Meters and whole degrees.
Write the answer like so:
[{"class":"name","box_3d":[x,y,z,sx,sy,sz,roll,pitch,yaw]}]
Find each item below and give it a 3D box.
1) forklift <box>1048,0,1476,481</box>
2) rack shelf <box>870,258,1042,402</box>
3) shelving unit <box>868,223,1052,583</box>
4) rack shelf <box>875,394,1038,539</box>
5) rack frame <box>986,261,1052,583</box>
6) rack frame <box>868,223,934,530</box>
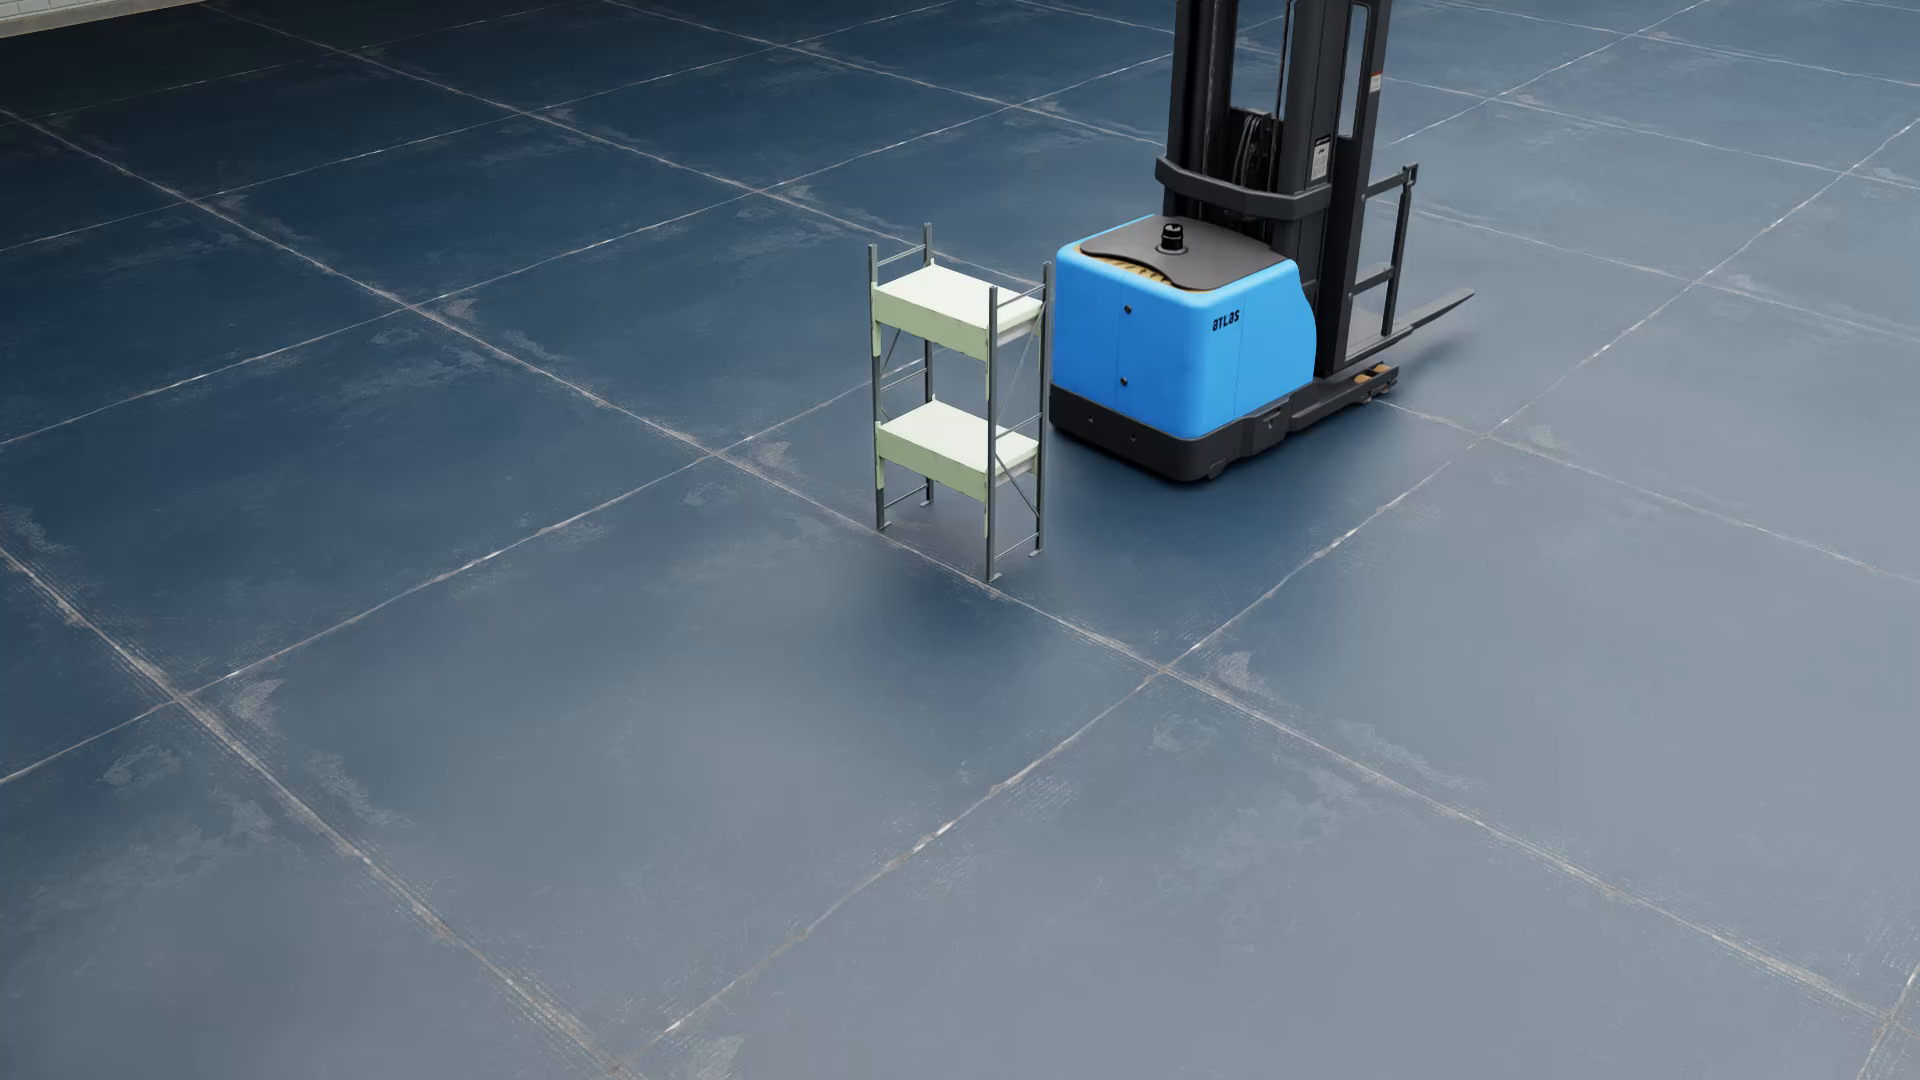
[{"class":"forklift","box_3d":[1.903,-2.211,9.081,3.031,2.935,1.130,-26,40,-36]},{"class":"rack shelf","box_3d":[-0.005,-0.979,7.666,0.720,0.370,0.431,25,39,35]},{"class":"shelving unit","box_3d":[-0.005,-0.645,7.867,0.755,1.500,0.431,25,39,35]},{"class":"rack shelf","box_3d":[-0.005,-0.366,8.035,0.720,0.370,0.431,25,39,35]},{"class":"rack frame","box_3d":[0.266,-0.518,7.657,0.023,1.500,0.400,25,39,35]},{"class":"rack frame","box_3d":[-0.276,-0.772,8.077,0.023,1.500,0.400,25,39,35]}]
